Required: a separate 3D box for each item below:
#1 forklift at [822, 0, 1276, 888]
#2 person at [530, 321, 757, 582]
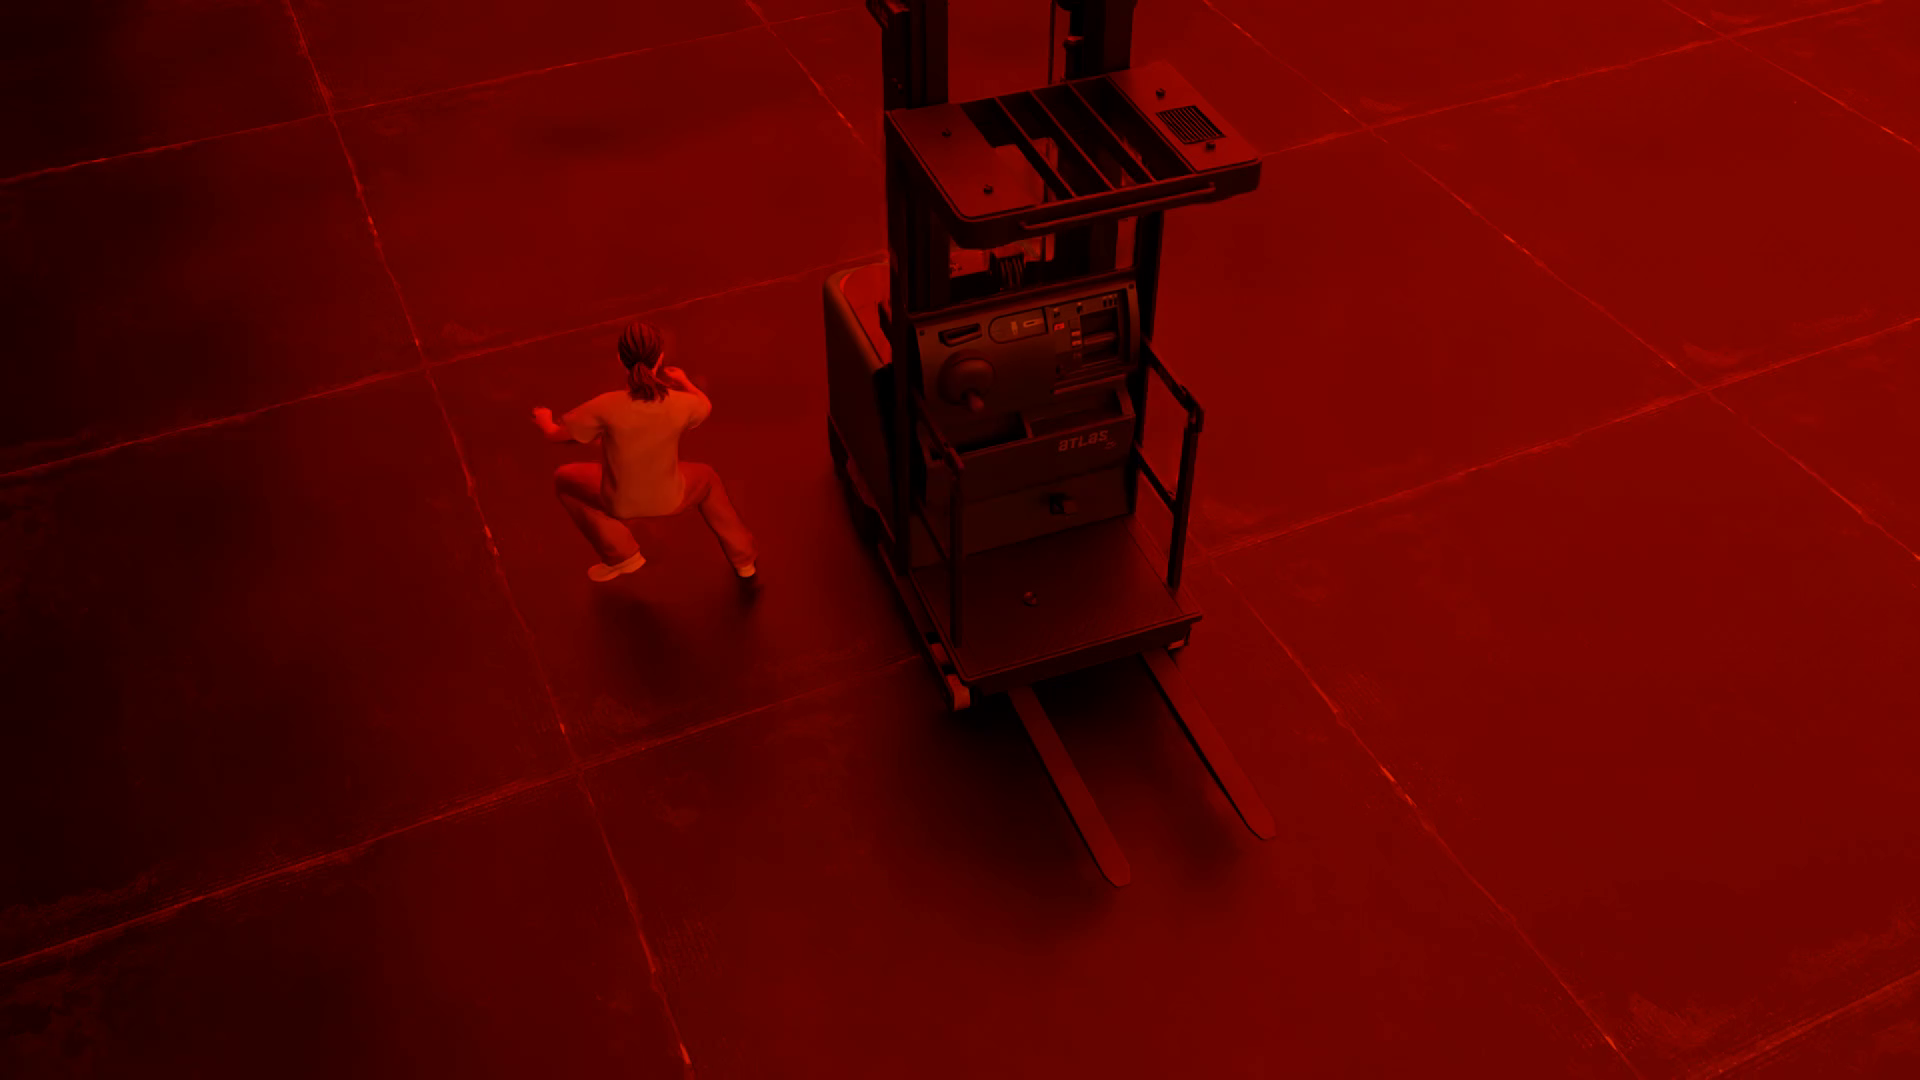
[{"bbox_3d":[0.353,-0.673,6.401,1.130,2.935,3.031,-14,45,-15],"label":"forklift"},{"bbox_3d":[-1.367,-0.377,7.158,0.871,1.469,0.688,-10,44,-11],"label":"person"}]
